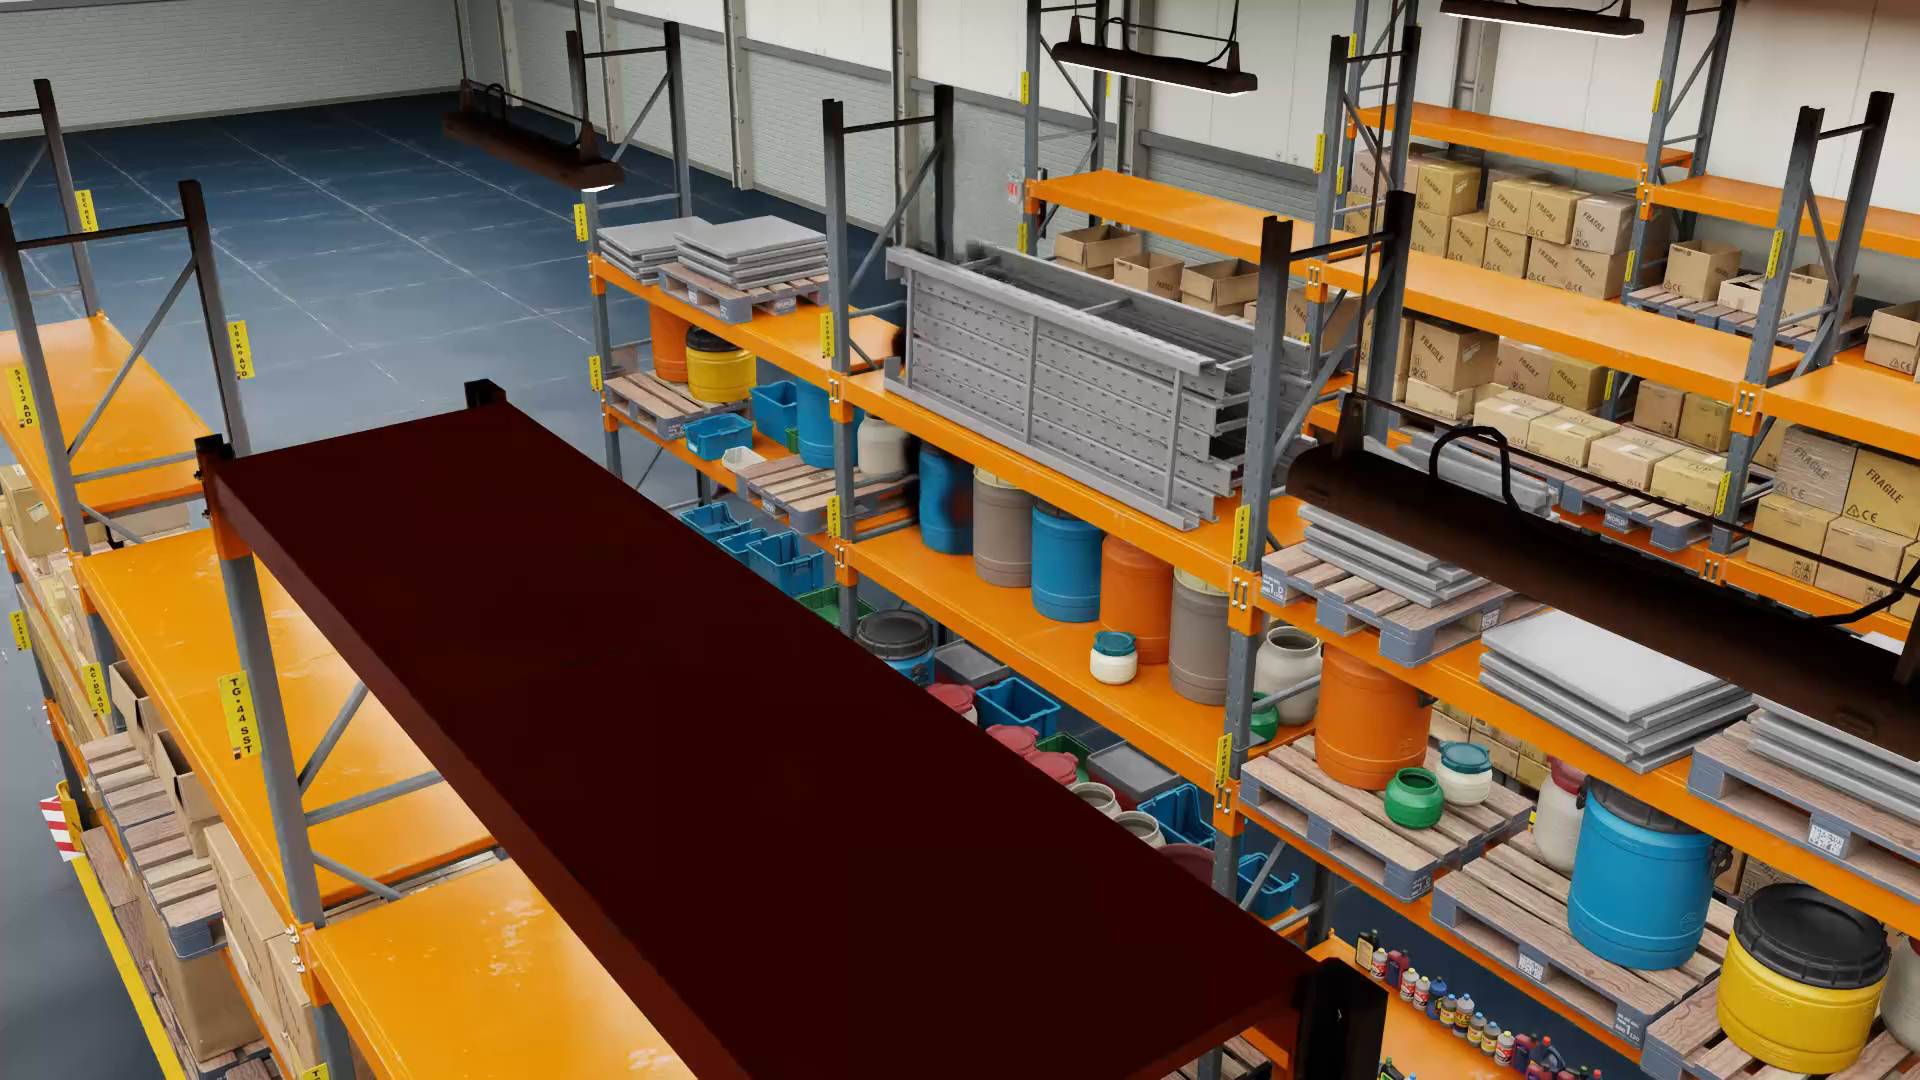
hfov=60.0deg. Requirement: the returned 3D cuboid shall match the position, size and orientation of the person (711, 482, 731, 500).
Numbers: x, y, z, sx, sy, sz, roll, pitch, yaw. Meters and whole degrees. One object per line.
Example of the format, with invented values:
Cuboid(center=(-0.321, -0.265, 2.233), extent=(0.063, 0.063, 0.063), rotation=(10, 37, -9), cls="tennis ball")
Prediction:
Cuboid(center=(-2.622, -1.219, 19.699), extent=(0.828, 1.686, 0.582), rotation=(-1, 25, -3), cls="person")
